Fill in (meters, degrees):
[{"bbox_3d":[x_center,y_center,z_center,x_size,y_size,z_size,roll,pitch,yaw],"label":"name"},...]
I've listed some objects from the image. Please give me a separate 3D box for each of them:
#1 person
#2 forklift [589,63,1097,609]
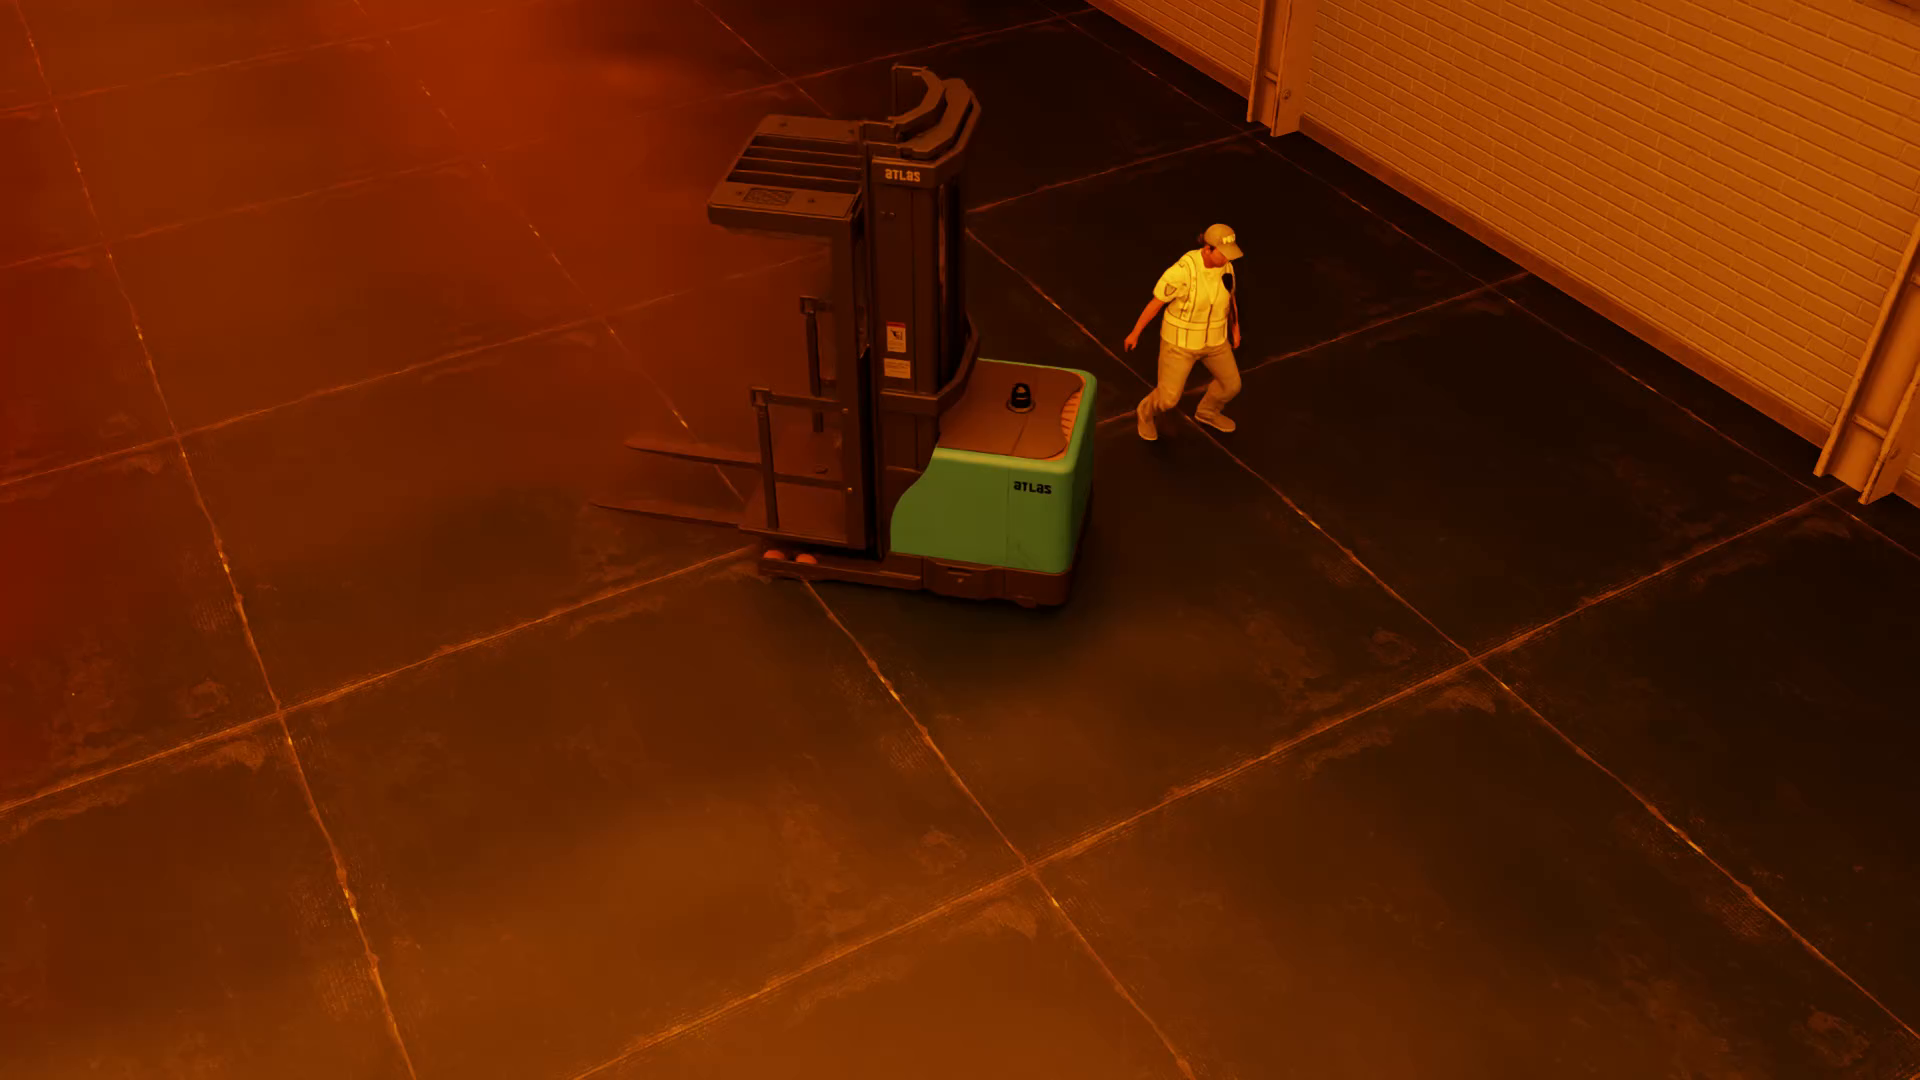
[{"bbox_3d":[1.455,-1.330,10.701,0.816,1.595,0.503,-13,41,-15],"label":"person"},{"bbox_3d":[-0.745,-1.200,9.483,3.031,2.935,1.130,8,40,9],"label":"forklift"}]
